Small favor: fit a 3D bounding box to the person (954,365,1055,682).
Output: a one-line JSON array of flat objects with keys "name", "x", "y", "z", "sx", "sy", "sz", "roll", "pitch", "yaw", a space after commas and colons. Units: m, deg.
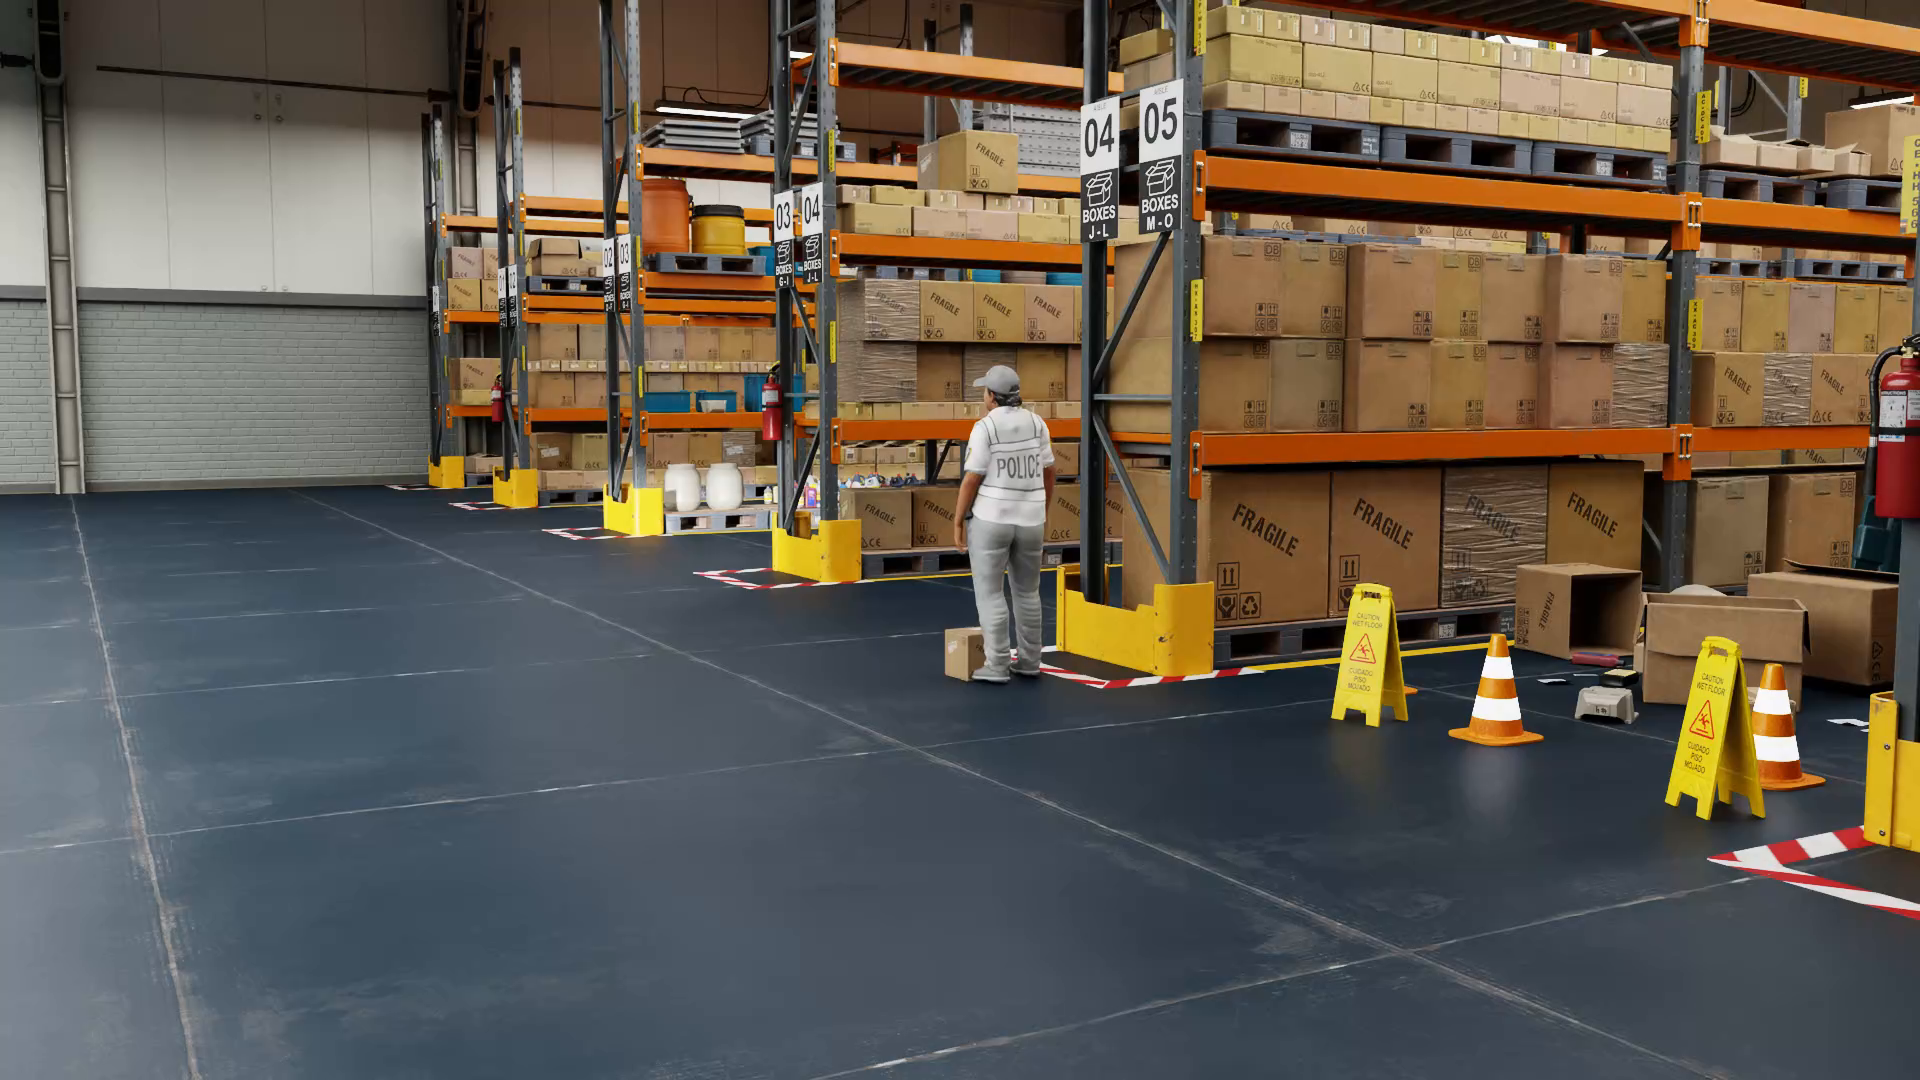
[{"name": "person", "x": 0.214, "y": -0.085, "z": 8.809, "sx": 0.597, "sy": 1.670, "sz": 0.529, "roll": -3, "pitch": 6, "yaw": -27}]
